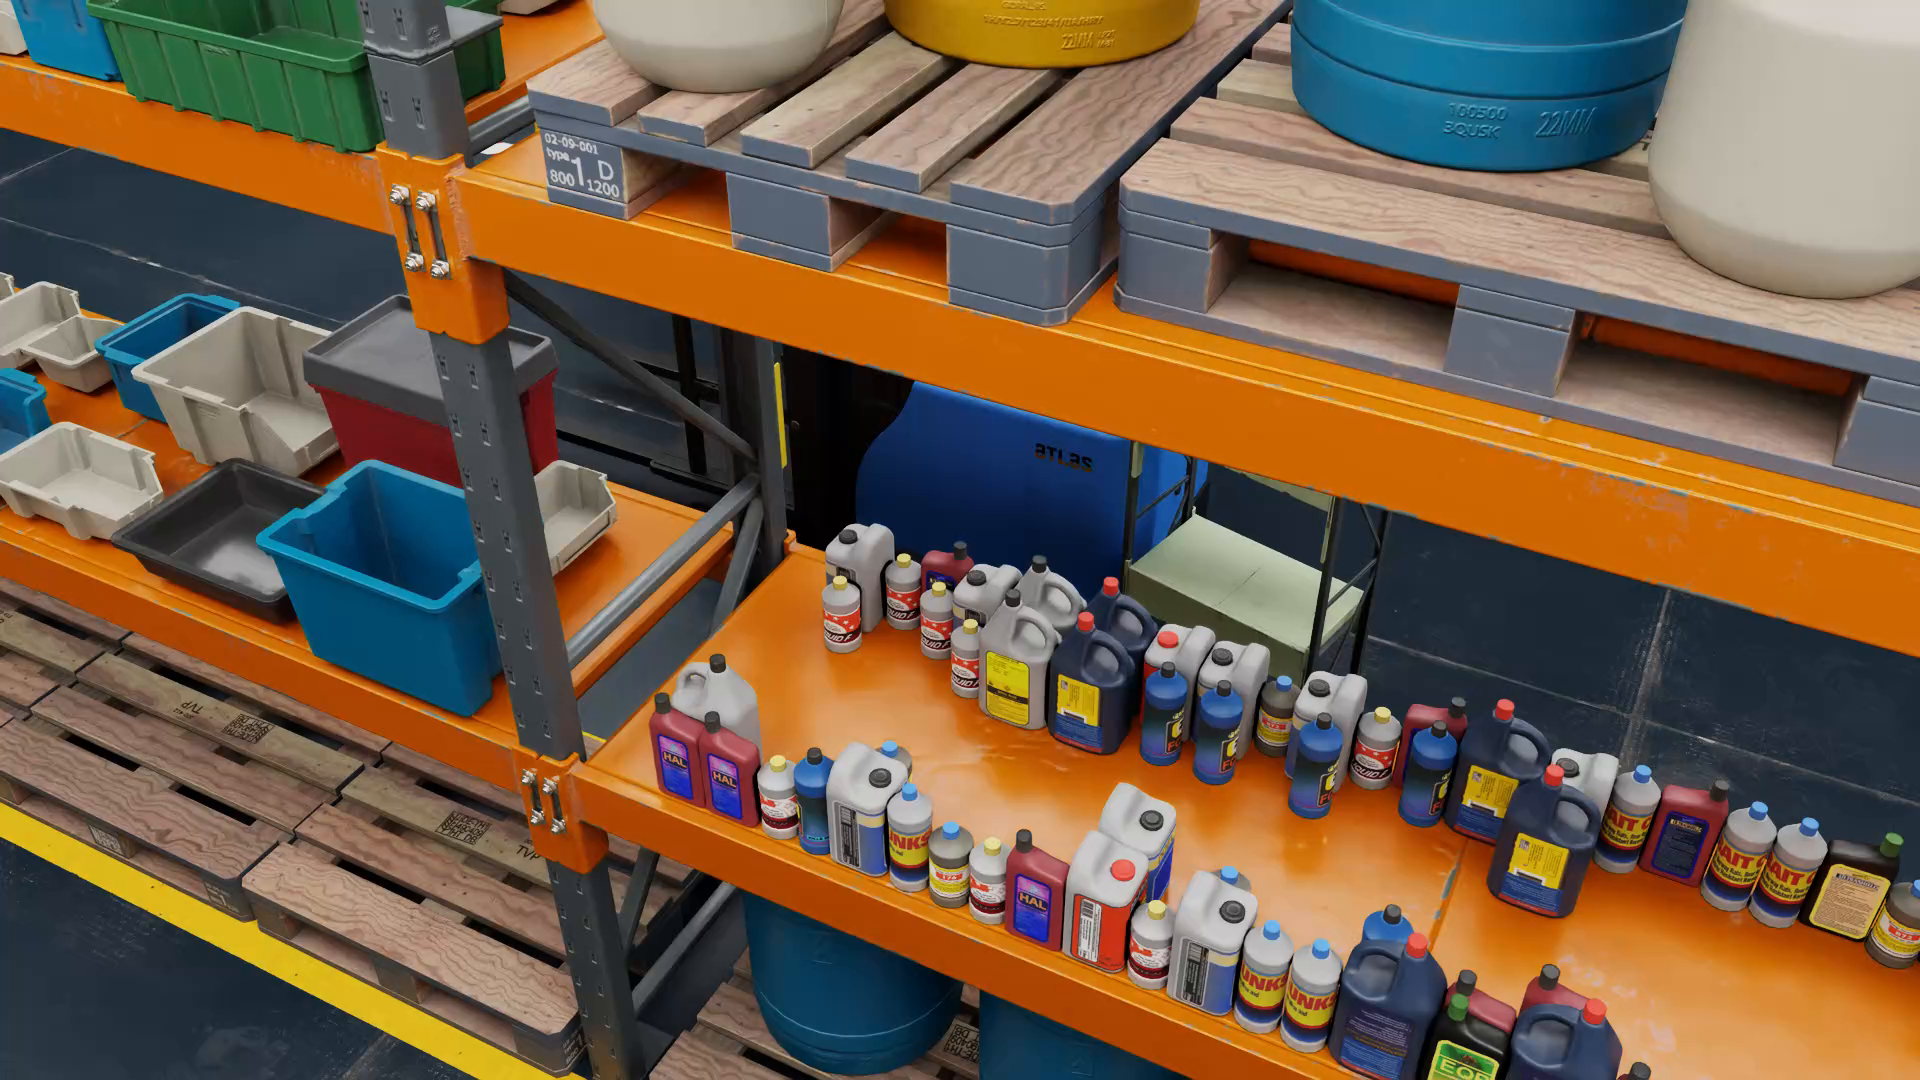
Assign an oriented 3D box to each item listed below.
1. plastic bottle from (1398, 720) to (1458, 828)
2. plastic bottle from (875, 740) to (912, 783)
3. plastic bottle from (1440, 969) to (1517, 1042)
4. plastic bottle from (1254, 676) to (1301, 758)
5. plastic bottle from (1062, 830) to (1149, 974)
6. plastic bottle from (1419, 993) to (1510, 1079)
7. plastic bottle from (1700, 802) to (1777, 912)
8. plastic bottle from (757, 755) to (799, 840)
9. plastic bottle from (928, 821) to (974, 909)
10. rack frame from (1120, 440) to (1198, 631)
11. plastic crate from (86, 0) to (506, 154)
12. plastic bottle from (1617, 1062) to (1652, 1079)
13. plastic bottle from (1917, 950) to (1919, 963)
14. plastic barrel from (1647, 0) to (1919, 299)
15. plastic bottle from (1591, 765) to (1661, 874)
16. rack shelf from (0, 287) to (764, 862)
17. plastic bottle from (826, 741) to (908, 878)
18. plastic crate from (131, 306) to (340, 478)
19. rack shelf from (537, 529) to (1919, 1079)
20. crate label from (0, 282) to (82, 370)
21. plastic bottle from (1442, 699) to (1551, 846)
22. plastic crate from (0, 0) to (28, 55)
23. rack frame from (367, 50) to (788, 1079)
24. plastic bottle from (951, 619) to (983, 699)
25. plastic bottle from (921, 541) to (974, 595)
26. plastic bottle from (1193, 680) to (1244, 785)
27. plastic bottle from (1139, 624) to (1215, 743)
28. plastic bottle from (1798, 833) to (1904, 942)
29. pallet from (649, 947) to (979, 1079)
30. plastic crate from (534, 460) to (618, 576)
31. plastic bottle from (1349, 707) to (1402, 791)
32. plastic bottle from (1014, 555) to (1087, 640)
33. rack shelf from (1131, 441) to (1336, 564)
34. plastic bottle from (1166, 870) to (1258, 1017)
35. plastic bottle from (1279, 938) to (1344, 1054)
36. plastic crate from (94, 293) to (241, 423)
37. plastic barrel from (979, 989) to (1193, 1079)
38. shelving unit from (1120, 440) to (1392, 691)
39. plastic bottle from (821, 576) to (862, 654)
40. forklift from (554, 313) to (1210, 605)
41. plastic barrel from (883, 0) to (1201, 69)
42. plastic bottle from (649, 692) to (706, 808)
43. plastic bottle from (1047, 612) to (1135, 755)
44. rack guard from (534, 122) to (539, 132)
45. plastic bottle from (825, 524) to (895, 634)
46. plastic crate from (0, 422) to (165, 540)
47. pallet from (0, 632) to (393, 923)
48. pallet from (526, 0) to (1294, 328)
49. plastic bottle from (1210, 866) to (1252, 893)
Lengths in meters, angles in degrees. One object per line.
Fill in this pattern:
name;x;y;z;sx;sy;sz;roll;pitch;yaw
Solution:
plastic bottle;1.046;0.511;3.703;0.097;0.271;0.097;0;37;0
plastic bottle;-0.155;0.534;3.729;0.097;0.201;0.097;0;37;0
plastic bottle;0.970;0.929;3.142;0.133;0.283;0.061;17;41;21
plastic bottle;0.749;0.404;3.901;0.097;0.201;0.097;0;37;0
plastic bottle;0.301;0.733;3.407;0.135;0.276;0.152;17;41;21
plastic bottle;0.942;0.961;3.099;0.133;0.283;0.061;17;41;21
plastic bottle;1.649;0.658;3.508;0.097;0.271;0.097;0;37;0
plastic bottle;-0.398;0.562;3.693;0.097;0.201;0.097;0;37;0
plastic bottle;-0.019;0.681;3.537;0.097;0.201;0.097;0;37;0
rack frame;0.689;-0.141;5.696;0.023;1.500;0.400;27;45;31
plastic crate;-1.272;-0.973;3.246;0.662;0.188;0.450;17;41;21
plastic bottle;1.225;1.050;2.982;0.133;0.283;0.061;17;41;21
plastic bottle;2.051;0.767;3.355;0.133;0.283;0.061;17;41;21
plastic barrel;1.152;-0.624;2.150;0.433;0.535;0.433;0;37;0
plastic bottle;1.444;0.594;3.593;0.097;0.271;0.097;0;37;0
rack shelf;-2.533;-0.177;5.097;4.000;0.370;1.077;17;41;21
plastic bottle;-0.196;0.577;3.612;0.135;0.276;0.152;17;41;21
plastic crate;-2.028;-0.408;4.855;0.530;0.282;0.437;17;41;21
rack shelf;1.019;0.935;3.632;4.000;0.370;1.077;17;41;21
crate label;-2.992;-0.656;5.302;0.243;0.136;0.396;17;41;21
plastic bottle;1.188;0.498;3.653;0.185;0.351;0.144;17;41;21
plastic crate;-2.061;-1.147;3.517;0.466;0.136;0.293;17;41;21
rack frame;-0.757;0.092;4.147;0.127;3.000;1.000;17;41;21
plastic bottle;0.026;0.281;4.063;0.097;0.201;0.097;0;37;0
plastic bottle;-0.032;0.115;4.214;0.133;0.283;0.061;17;41;21
plastic bottle;0.593;0.431;3.808;0.097;0.271;0.097;0;37;0
plastic bottle;0.514;0.320;3.950;0.135;0.276;0.152;17;41;21
plastic bottle;1.846;0.703;3.440;0.133;0.283;0.061;17;41;21
pallet;-0.091;1.440;4.678;1.213;0.211;1.003;17;41;21
plastic crate;-1.104;-0.033;4.480;0.243;0.136;0.396;17;41;21
plastic bottle;0.955;0.469;3.816;0.097;0.201;0.097;0;37;0
plastic bottle;0.210;0.192;4.057;0.185;0.351;0.144;17;41;21
rack shelf;0.968;-0.309;5.271;0.720;0.370;0.431;27;45;31
plastic bottle;0.507;0.797;3.322;0.135;0.276;0.152;17;41;21
plastic bottle;0.684;0.873;3.226;0.097;0.271;0.097;0;37;0
plastic crate;-2.367;-0.544;5.074;0.300;0.233;0.416;17;41;21
plastic barrel;0.347;1.118;4.184;0.708;0.901;0.600;17;41;21
shelving unit;0.968;0.002;5.507;0.755;1.500;0.431;27;45;31
plastic bottle;-0.299;0.180;4.197;0.097;0.201;0.097;0;37;0
forklift;-0.561;-1.341;6.092;3.031;2.935;1.130;17;40;21
plastic barrel;0.147;-1.200;2.866;0.600;0.588;0.600;0;37;0
plastic bottle;-0.627;0.470;3.746;0.133;0.283;0.061;17;41;21
plastic bottle;0.308;0.321;3.887;0.185;0.351;0.144;17;41;21
rack guard;-2.052;-2.690;9.880;0.348;0.500;1.175;17;41;21
plastic bottle;-0.258;0.078;4.269;0.135;0.276;0.152;17;41;21
plastic crate;-2.441;-0.149;4.634;0.466;0.136;0.293;17;41;21
pallet;-2.515;0.681;5.678;1.213;0.211;1.003;17;41;21
pallet;-0.016;-0.862;3.079;1.003;0.211;1.213;17;41;21
plastic bottle;0.548;0.755;3.439;0.097;0.201;0.097;0;37;0
